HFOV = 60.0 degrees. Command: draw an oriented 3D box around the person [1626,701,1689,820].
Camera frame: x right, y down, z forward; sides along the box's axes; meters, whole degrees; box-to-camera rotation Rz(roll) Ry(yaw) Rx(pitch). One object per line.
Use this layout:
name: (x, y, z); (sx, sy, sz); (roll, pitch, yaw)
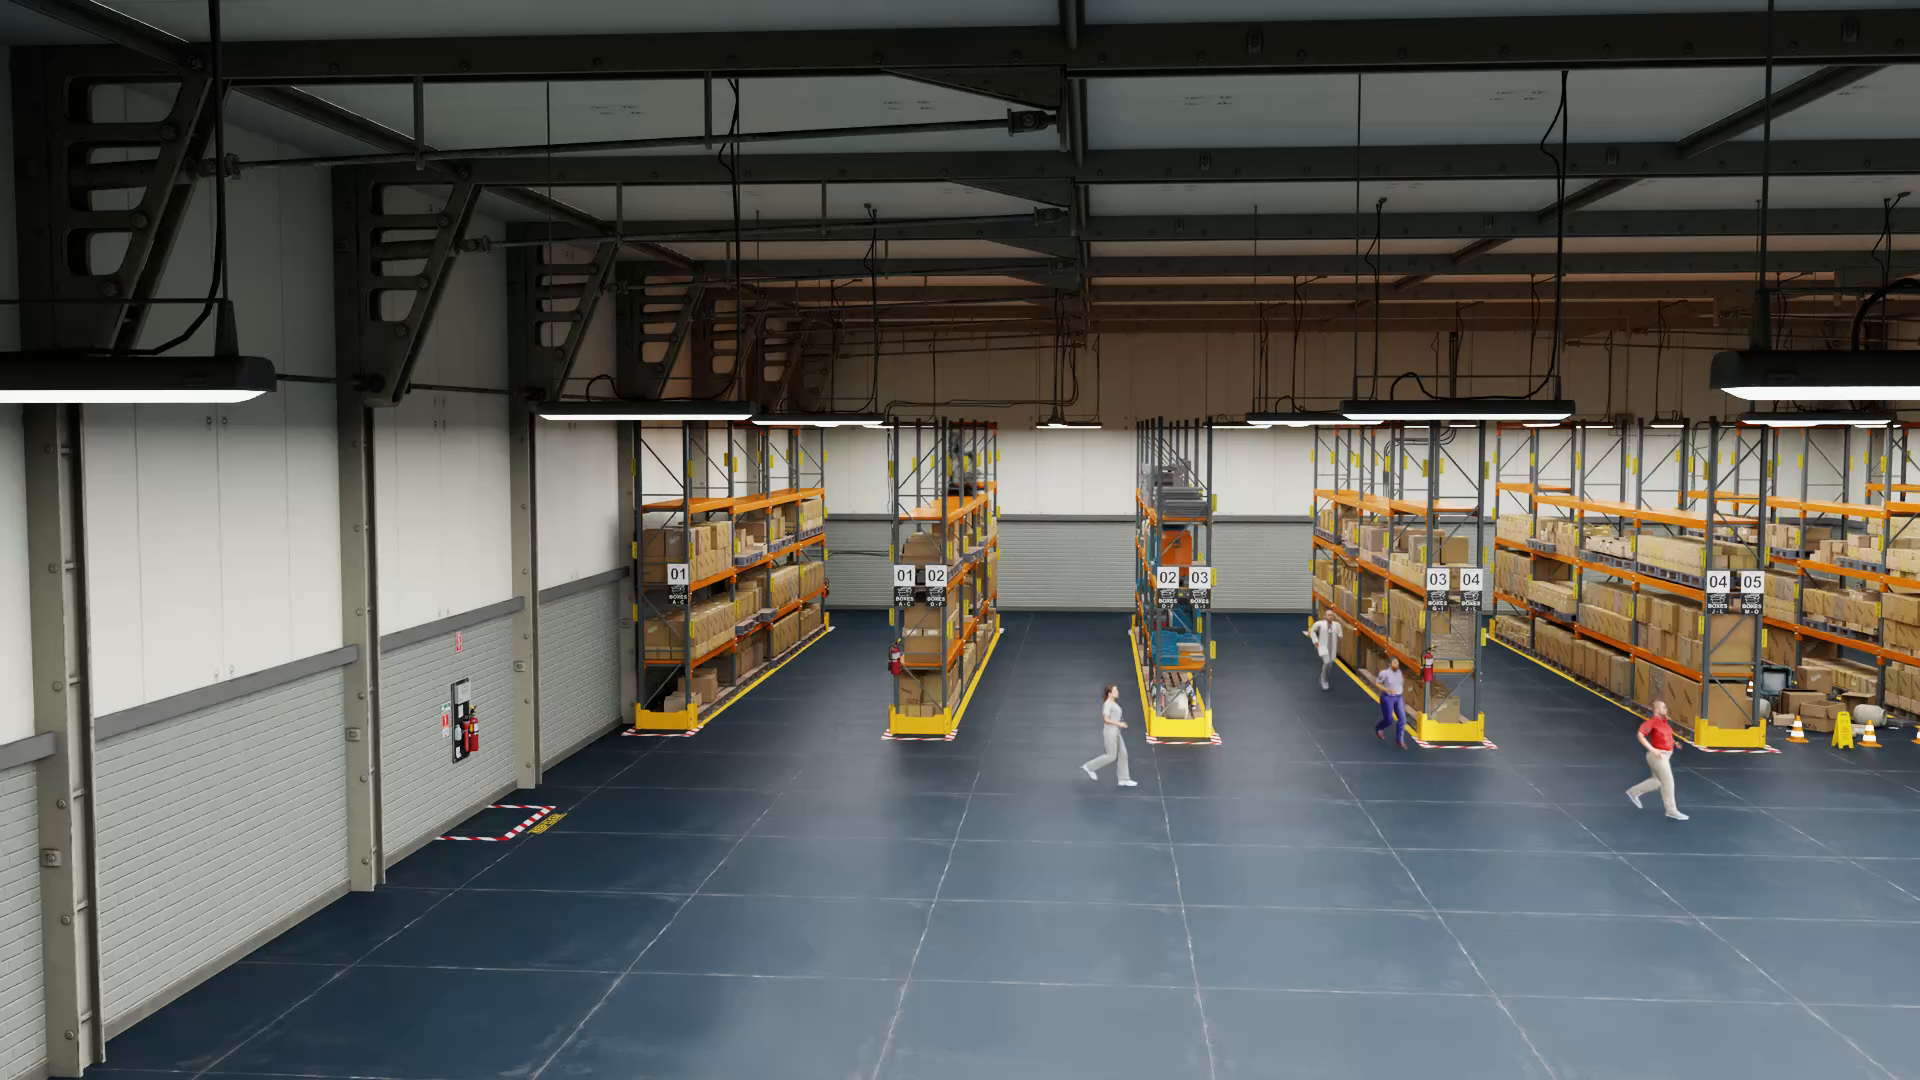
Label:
person: (10.351, 3.240, 24.678); (0.934, 1.717, 0.672); (3, 5, 38)

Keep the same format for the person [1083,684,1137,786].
person: (2.427, 3.128, 26.777); (0.880, 1.644, 0.578); (1, 4, 17)

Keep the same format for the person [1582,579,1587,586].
person: (16.857, 1.940, 45.035); (0.553, 1.743, 0.825); (0, 4, 1)

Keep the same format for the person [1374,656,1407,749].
person: (7.864, 2.947, 30.330); (0.643, 1.644, 0.841); (-1, 4, -17)

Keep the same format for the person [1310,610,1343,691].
person: (8.169, 2.441, 36.938); (0.672, 1.776, 0.857); (-1, 4, -9)
